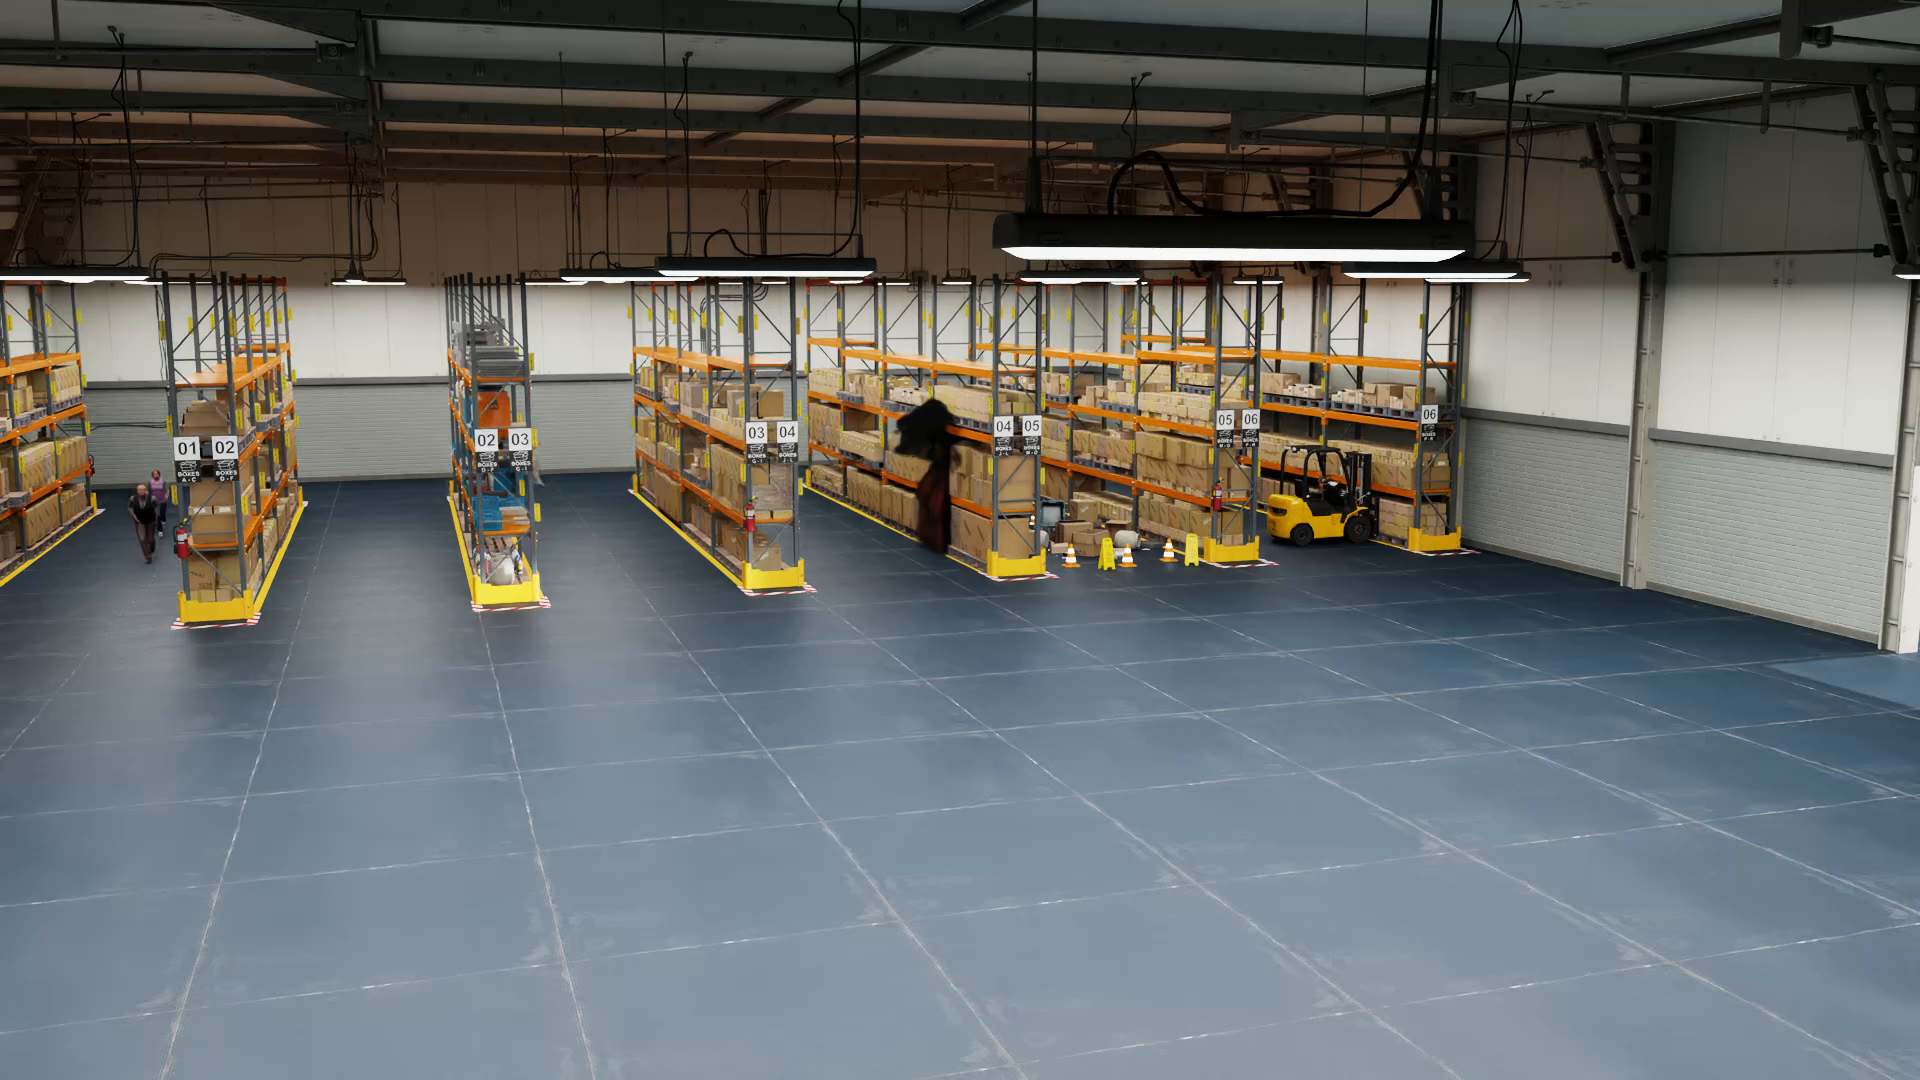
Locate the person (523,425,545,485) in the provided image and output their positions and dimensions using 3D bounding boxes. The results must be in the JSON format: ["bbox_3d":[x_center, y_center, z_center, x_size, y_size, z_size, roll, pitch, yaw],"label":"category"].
[{"bbox_3d":[-12.677,-2.486,48.886,0.939,1.775,0.687,1,9,10],"label":"person"}]

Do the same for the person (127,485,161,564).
[{"bbox_3d":[-17.167,-0.361,35.052,0.636,1.673,0.810,-3,9,-17],"label":"person"}]

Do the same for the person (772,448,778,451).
[{"bbox_3d":[-5.326,-2.484,48.807,0.582,1.718,0.774,-7,11,-39],"label":"person"}]

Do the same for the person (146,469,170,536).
[{"bbox_3d":[-18.751,-0.887,38.876,0.525,1.561,0.681,-4,9,-24],"label":"person"}]
